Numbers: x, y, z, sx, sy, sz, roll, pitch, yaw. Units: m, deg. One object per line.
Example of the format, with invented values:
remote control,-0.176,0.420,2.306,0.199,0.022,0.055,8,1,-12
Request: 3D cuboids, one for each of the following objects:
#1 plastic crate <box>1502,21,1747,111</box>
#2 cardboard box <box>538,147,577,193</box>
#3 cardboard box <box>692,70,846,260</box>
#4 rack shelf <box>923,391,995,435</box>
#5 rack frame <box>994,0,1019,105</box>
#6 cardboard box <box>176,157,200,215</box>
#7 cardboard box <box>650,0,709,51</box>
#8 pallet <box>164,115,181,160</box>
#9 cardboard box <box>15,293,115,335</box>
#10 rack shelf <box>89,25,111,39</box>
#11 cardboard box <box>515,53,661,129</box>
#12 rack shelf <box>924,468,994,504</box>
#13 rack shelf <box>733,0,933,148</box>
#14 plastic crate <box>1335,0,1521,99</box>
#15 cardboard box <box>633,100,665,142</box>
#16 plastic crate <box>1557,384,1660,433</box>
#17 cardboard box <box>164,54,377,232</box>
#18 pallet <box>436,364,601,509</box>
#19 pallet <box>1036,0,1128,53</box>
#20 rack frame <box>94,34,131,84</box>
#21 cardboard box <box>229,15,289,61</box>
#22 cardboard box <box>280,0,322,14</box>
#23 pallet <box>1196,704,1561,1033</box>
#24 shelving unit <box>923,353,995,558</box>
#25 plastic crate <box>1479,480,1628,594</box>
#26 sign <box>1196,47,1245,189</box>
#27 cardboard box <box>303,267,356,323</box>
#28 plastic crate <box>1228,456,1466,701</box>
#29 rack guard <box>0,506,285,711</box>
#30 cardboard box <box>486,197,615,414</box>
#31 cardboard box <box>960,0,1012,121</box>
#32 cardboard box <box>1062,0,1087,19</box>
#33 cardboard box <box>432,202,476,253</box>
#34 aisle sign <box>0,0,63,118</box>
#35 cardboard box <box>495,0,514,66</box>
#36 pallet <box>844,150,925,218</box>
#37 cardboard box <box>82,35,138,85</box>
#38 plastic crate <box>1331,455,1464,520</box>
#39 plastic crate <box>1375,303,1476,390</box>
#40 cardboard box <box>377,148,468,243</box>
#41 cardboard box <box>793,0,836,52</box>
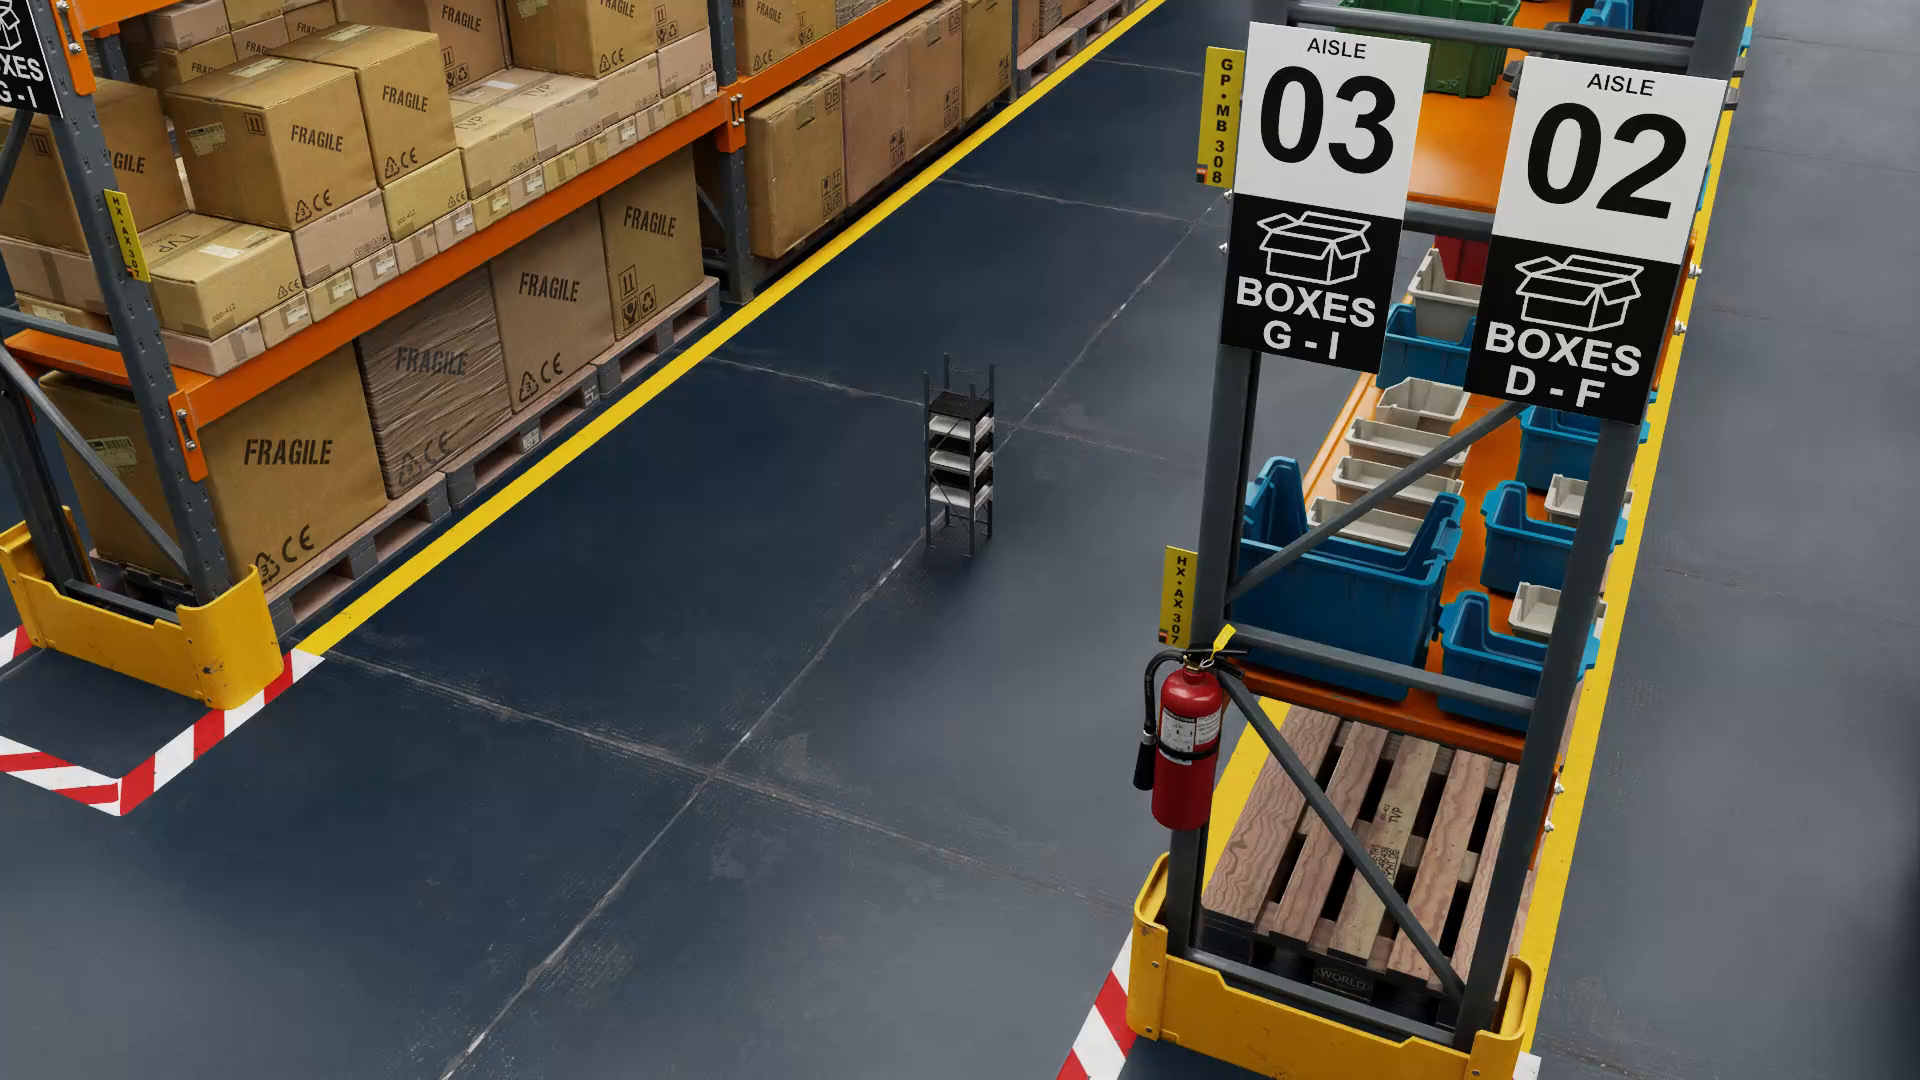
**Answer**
plastic crate,1.530,-0.977,3.888,0.497,0.269,0.590,14,36,20
cardboard box,-2.077,-1.806,7.998,0.380,0.149,0.250,14,36,20
cardboard box,-1.460,-2.388,10.212,1.225,0.875,0.875,14,36,21
rack shelf,-0.003,-0.570,7.367,0.258,0.077,0.200,14,36,20
rack frame,-0.036,-4.770,12.289,1.000,3.000,0.127,14,36,20
cardboard box,-3.208,-1.402,7.018,0.500,0.250,0.500,14,36,20
cardboard box,-1.659,-2.863,8.562,0.500,0.500,0.500,15,36,22
pallet,-5.848,-3.188,12.420,1.003,0.211,1.213,14,36,20
cardboard box,-3.533,-0.934,6.667,0.380,0.149,0.250,15,36,21
rack shelf,-7.009,-2.669,9.741,1.077,0.370,4.000,14,36,20
cardboard box,-1.870,-2.301,8.390,0.500,0.250,0.500,15,36,22
rack shelf,-0.003,-0.269,7.565,0.258,0.077,0.200,14,36,20
rack shelf,-0.873,-3.473,10.967,1.077,0.370,4.000,14,36,20
plastic crate,1.269,-1.372,4.565,0.450,0.188,0.336,14,36,20
cardboard box,-1.754,-2.190,8.583,0.380,0.149,0.250,14,36,20
plastic crate,2.194,-0.457,5.810,0.416,0.233,0.300,14,36,20
cardboard box,-2.728,-1.587,6.617,0.500,0.500,0.500,13,36,19
pallet,-2.608,-0.641,8.536,1.003,0.211,1.213,14,36,20
pallet,0.804,-4.598,14.570,1.003,0.211,1.213,14,36,20
rack frame,-6.172,-3.966,11.063,1.000,3.000,0.127,14,36,20
cardboard box,-5.402,-3.668,12.504,0.500,0.500,0.500,16,36,23
cardboard box,-5.185,-4.236,12.688,0.500,0.250,0.500,16,36,22
pallet,1.496,1.115,5.857,1.003,0.211,1.213,14,36,20
shelving unit,-0.003,-0.372,7.497,0.258,0.900,0.210,14,36,20
plastic crate,1.793,0.020,5.082,0.416,0.233,0.300,14,36,20
sign,0.609,-0.978,3.866,0.100,0.325,0.005,14,36,20
cardboard box,-2.722,-1.038,6.826,0.380,0.149,0.250,13,36,19
plastic crate,1.086,0.101,4.774,0.616,0.435,0.499,14,36,20
rack guard,-3.393,0.271,6.880,1.175,0.500,0.348,14,36,20
cardboard box,-2.435,-1.306,8.562,0.875,0.875,0.875,14,36,20
cardboard box,-0.344,-3.718,12.240,1.225,0.875,0.875,13,35,18
cardboard box,0.678,-4.810,14.229,0.700,0.500,0.500,17,37,24
cardboard box,-2.399,-1.423,7.413,0.380,0.149,0.250,14,36,20
aisle sign,-3.141,-1.768,5.340,0.394,0.787,0.004,14,36,20
cardboard box,-2.355,-2.730,8.359,0.500,0.500,0.500,14,36,20
pallet,-0.946,-2.623,11.558,1.003,0.211,1.213,14,36,20
cardboard box,-6.091,-3.523,12.284,0.500,0.500,0.500,13,36,20
plastic crate,1.427,-0.153,5.434,0.396,0.136,0.243,14,36,20
plastic crate,1.742,-0.686,6.159,0.416,0.233,0.300,14,36,20
cardboard box,-2.512,-1.534,7.220,0.500,0.250,0.500,13,35,19
cardboard box,-1.080,-3.242,9.868,0.500,0.500,0.500,14,36,21
